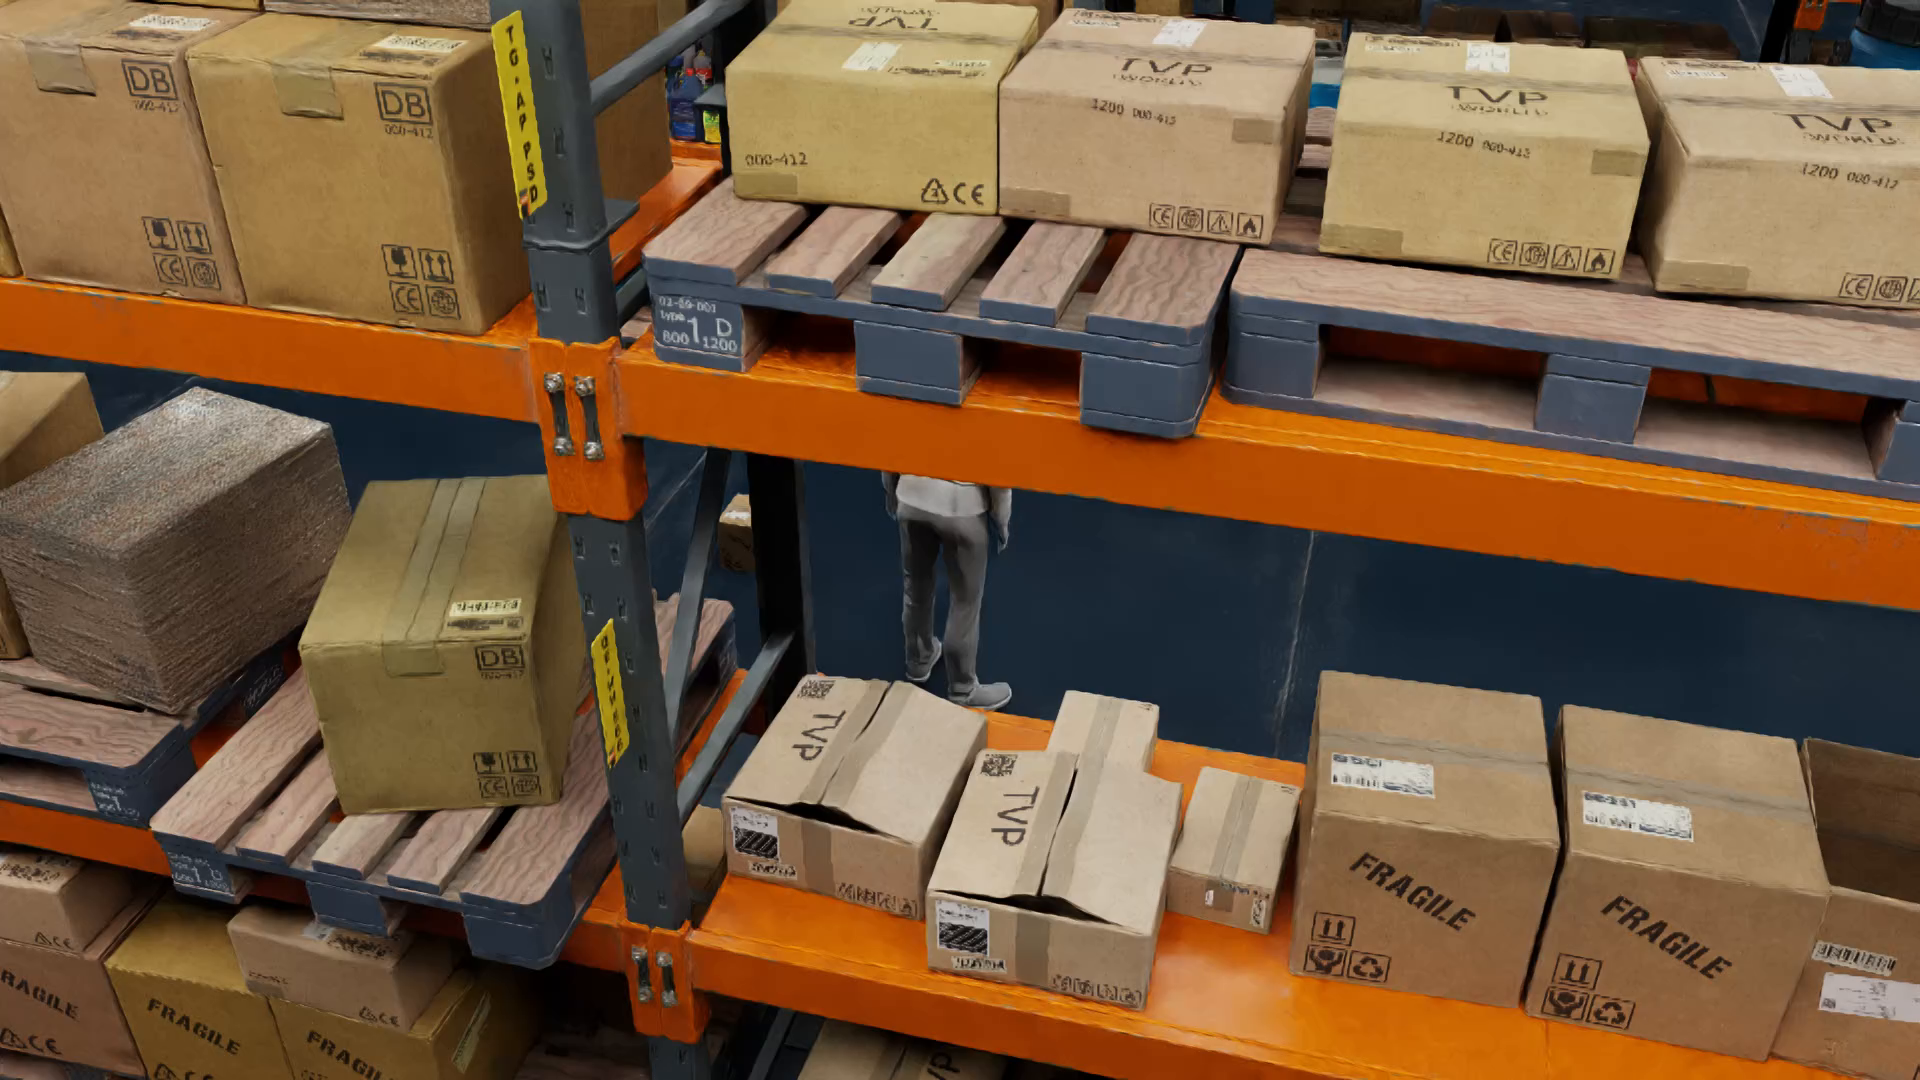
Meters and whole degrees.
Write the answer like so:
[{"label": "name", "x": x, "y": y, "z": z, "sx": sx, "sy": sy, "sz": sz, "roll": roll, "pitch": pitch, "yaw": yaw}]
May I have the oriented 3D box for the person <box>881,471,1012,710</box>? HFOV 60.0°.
[{"label": "person", "x": -0.044, "y": -0.124, "z": 6.273, "sx": 0.543, "sy": 1.679, "sz": 0.402, "roll": 14, "pitch": 36, "yaw": 20}]
